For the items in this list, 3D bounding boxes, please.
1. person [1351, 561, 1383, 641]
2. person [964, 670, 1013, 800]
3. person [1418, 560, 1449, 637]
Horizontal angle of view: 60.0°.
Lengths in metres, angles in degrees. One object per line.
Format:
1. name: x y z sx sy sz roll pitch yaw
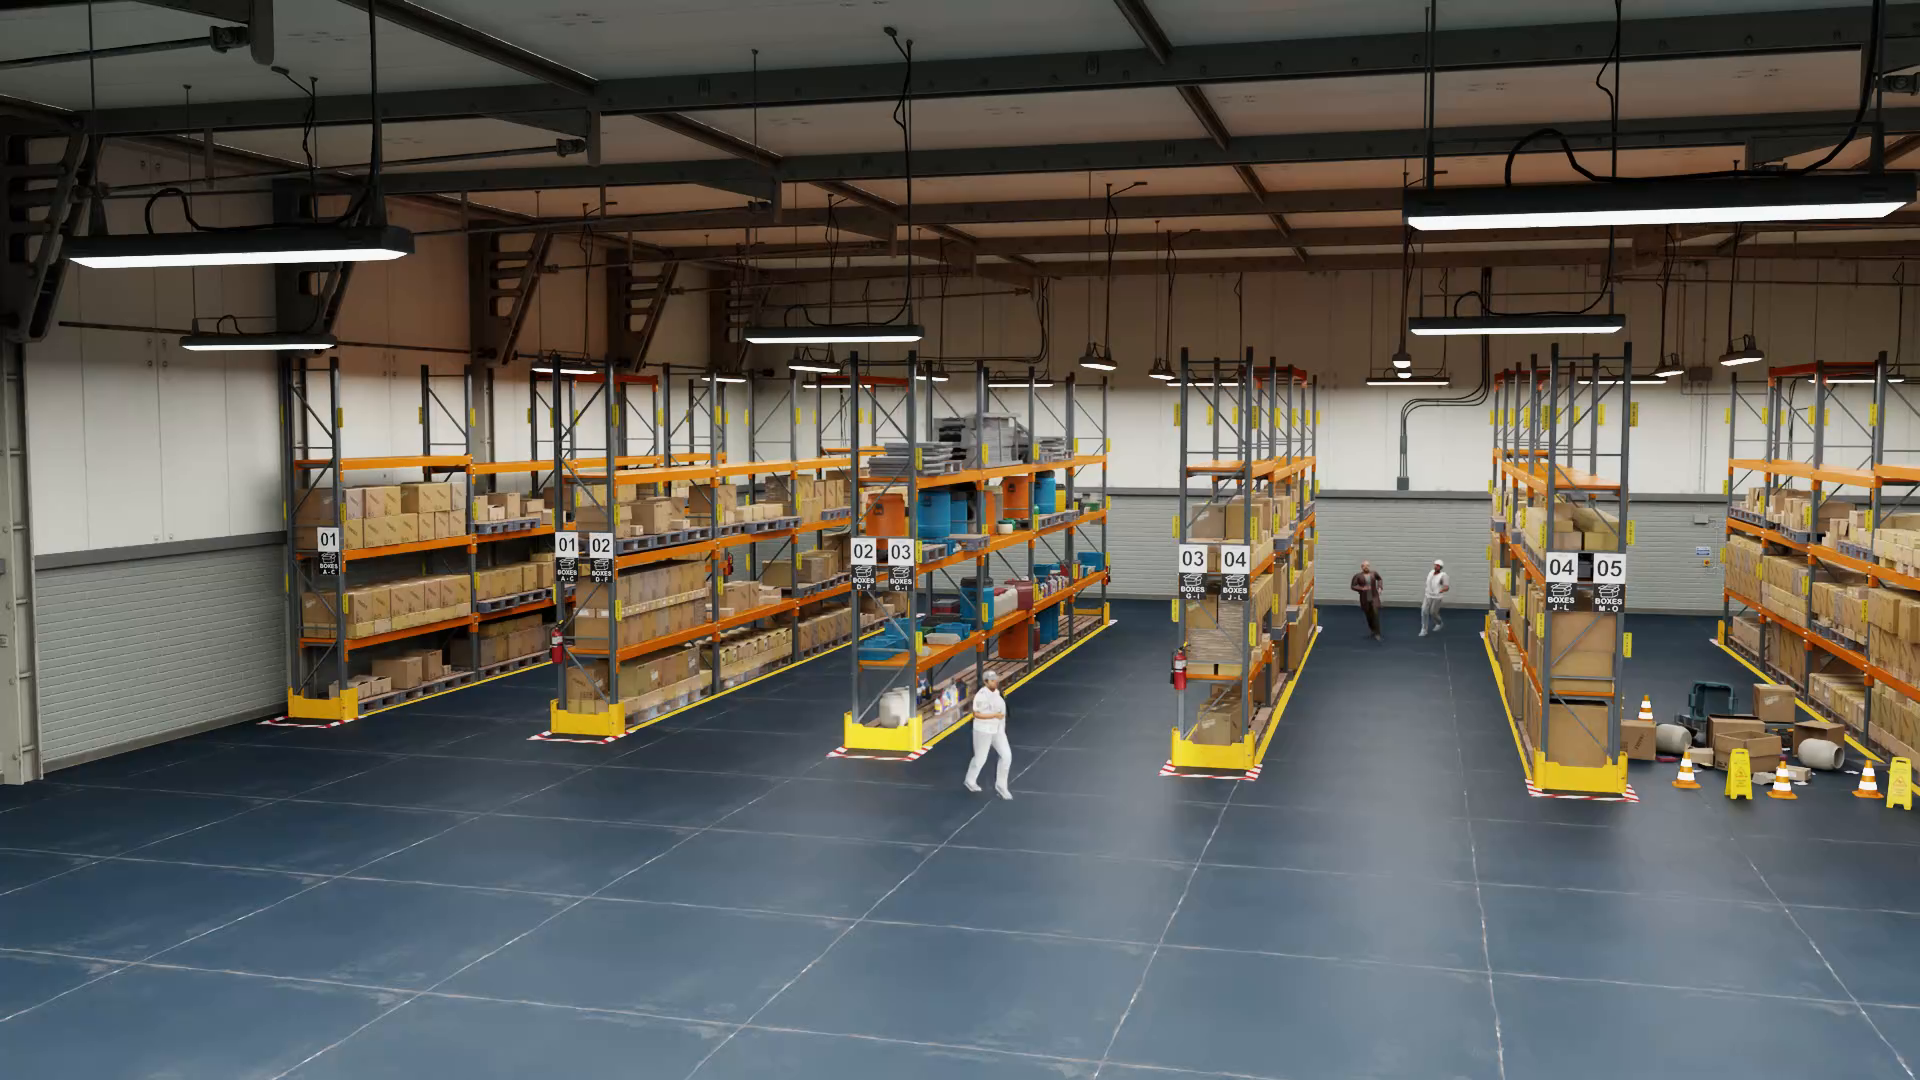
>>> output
1. person: 9.239 1.369 37.780 0.726 1.794 0.981 1 4 8
2. person: 0.361 2.569 21.940 0.590 1.726 0.759 -4 6 -43
3. person: 10.926 1.329 38.160 0.824 1.769 0.721 -3 5 -38
